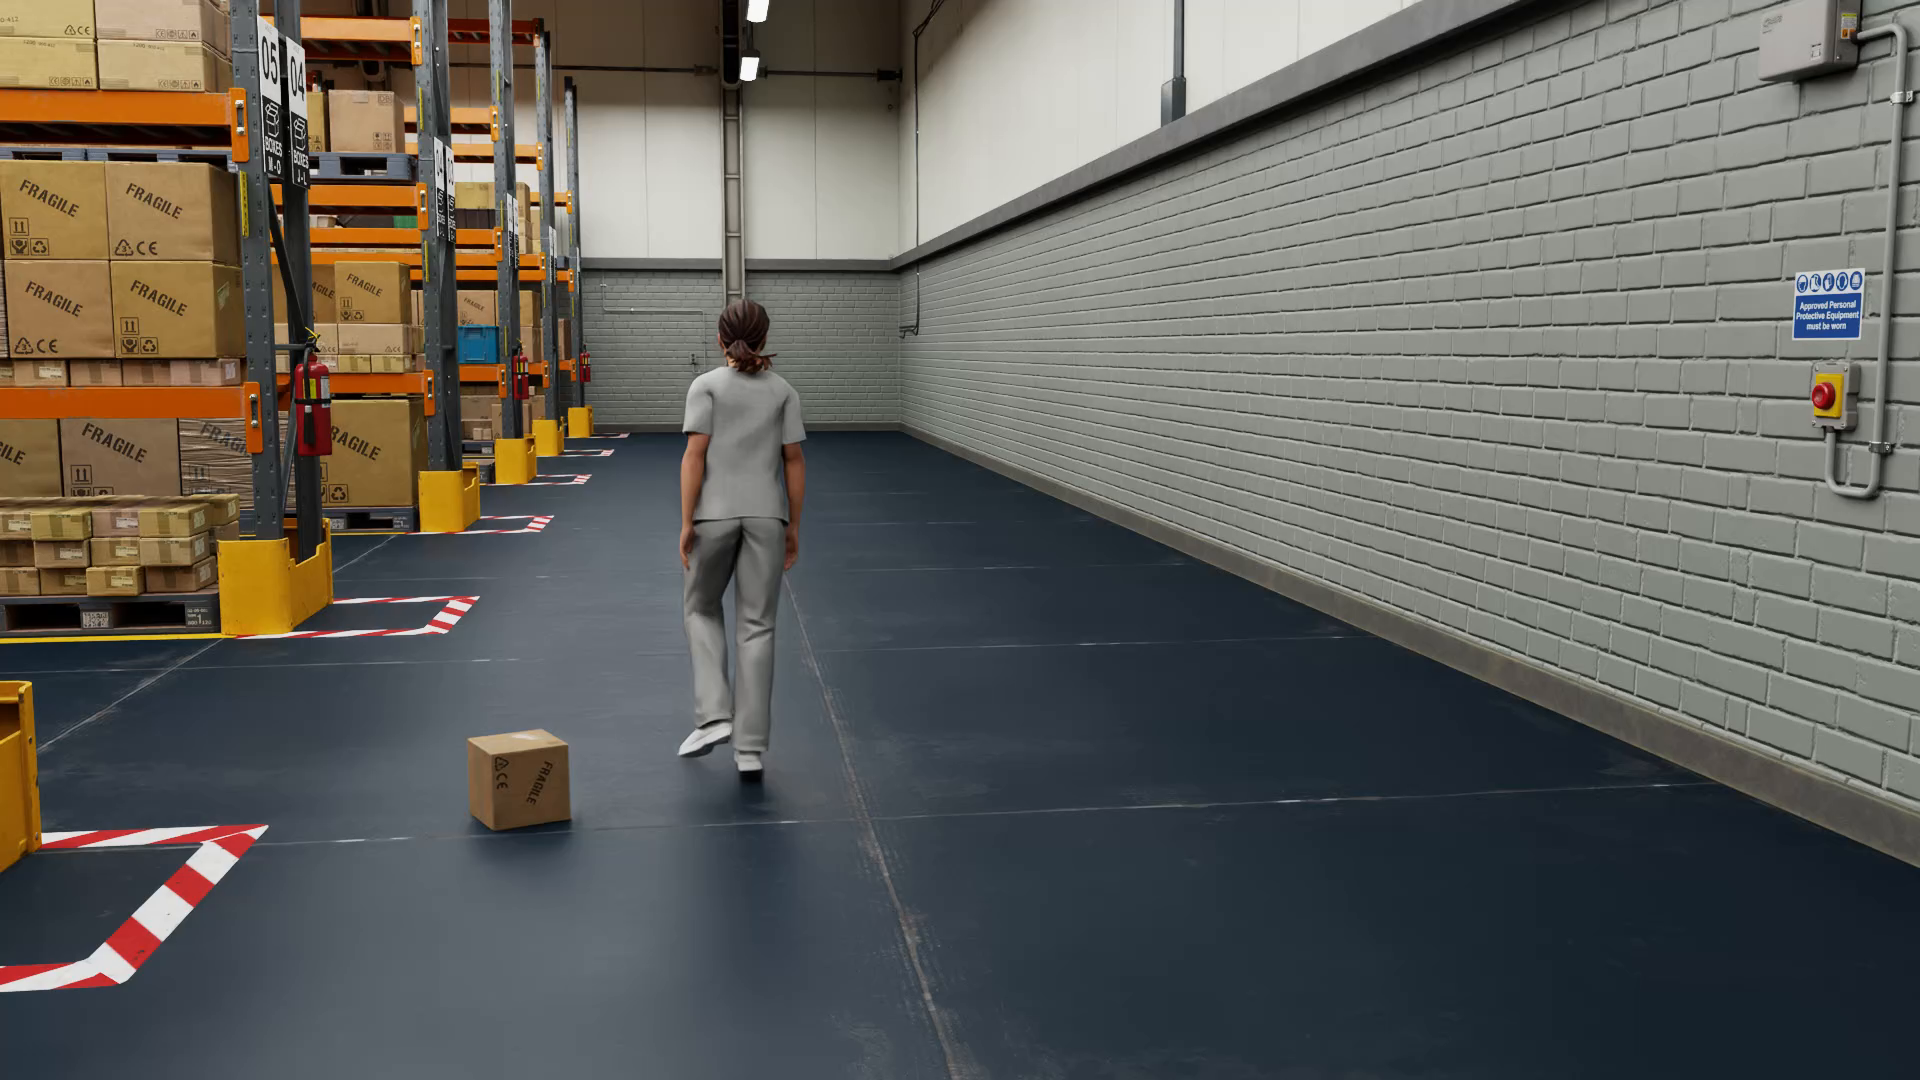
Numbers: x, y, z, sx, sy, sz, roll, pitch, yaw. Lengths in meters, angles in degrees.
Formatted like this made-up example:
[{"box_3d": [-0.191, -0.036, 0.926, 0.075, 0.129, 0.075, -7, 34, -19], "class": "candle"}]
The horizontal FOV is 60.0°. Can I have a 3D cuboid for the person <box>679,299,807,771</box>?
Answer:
[{"box_3d": [-0.770, -0.017, 5.930, 0.473, 1.674, 0.533, -2, 7, -14], "class": "person"}]
